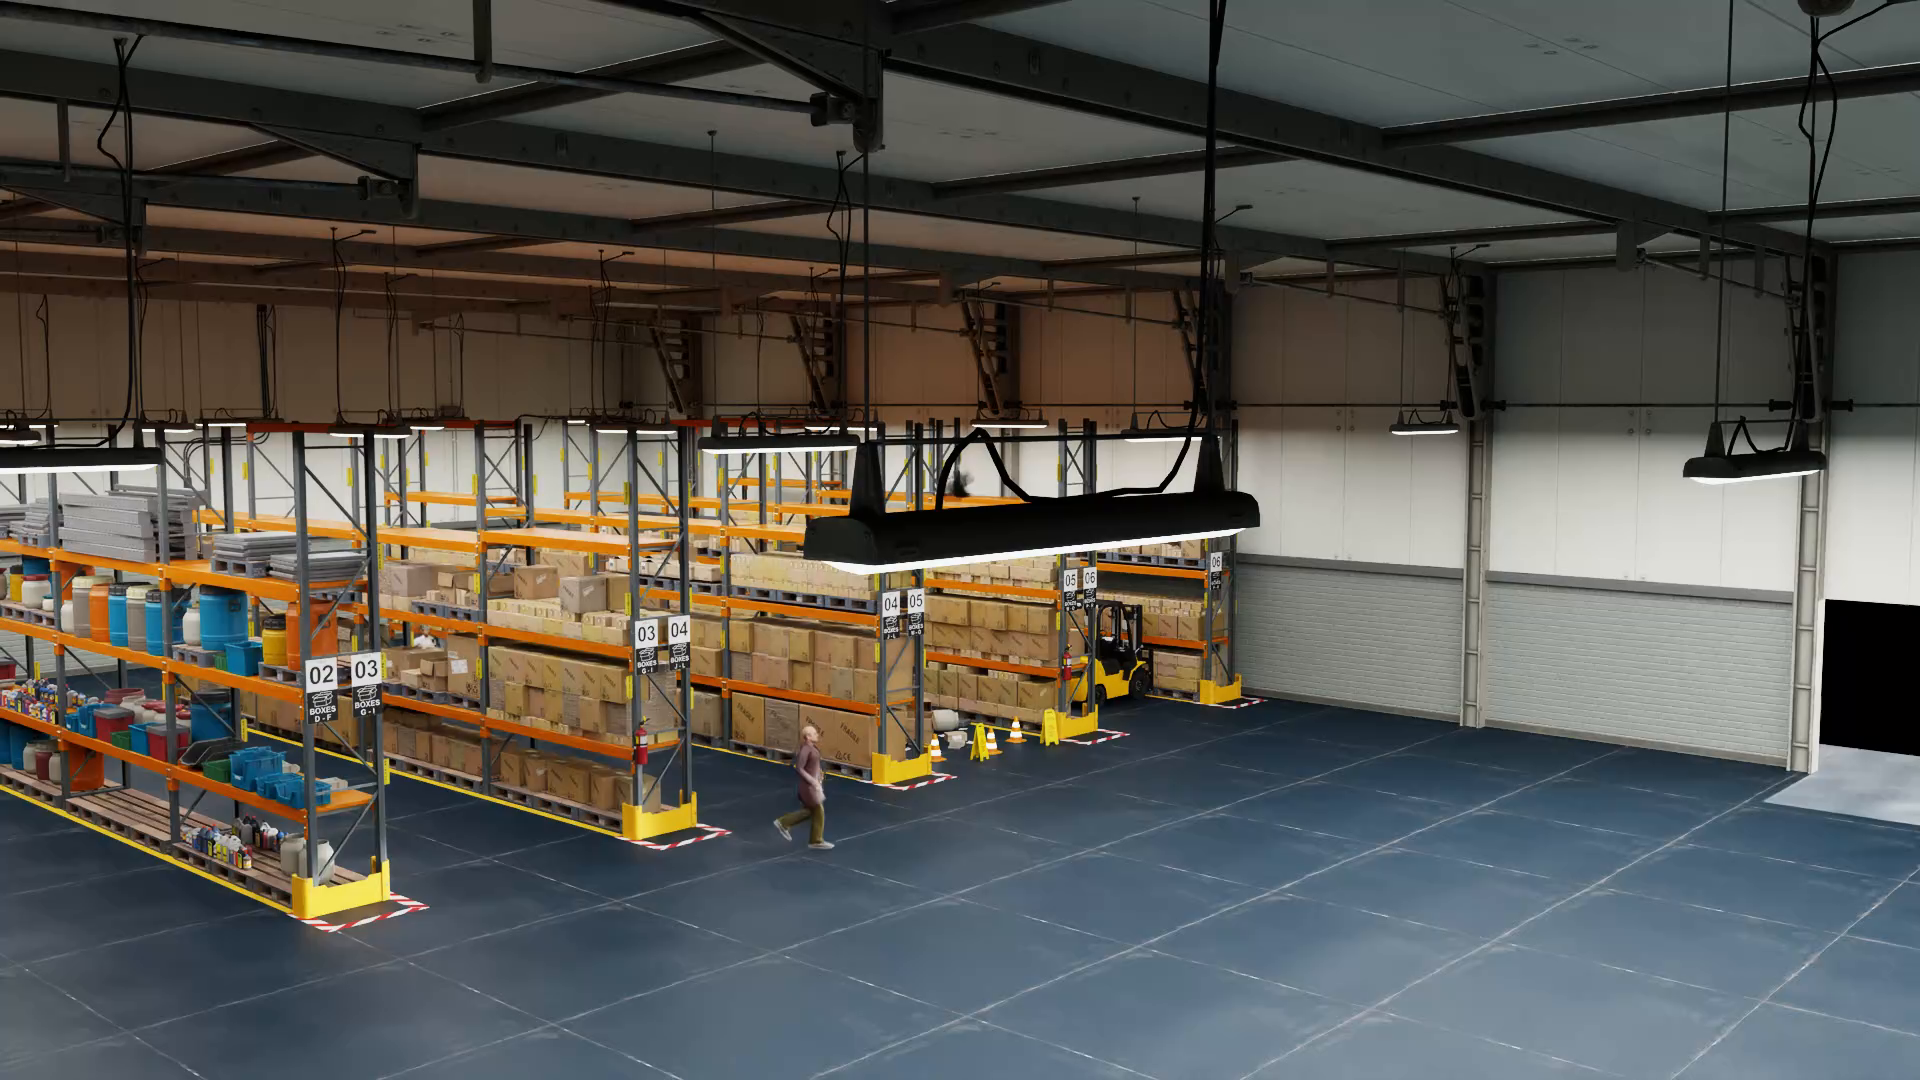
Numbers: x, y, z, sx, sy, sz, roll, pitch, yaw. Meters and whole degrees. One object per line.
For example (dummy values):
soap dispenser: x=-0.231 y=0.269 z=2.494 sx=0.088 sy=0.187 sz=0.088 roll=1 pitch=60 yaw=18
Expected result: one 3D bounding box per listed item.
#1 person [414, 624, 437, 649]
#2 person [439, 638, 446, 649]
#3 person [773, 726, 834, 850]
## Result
person: x=-11.302 y=2.611 z=35.231 sx=0.690 sy=1.712 sz=0.578 roll=3 pitch=5 yaw=32
person: x=-12.538 y=2.113 z=41.081 sx=0.661 sy=1.768 sz=1.092 roll=4 pitch=6 yaw=40
person: x=-2.228 y=3.516 z=23.621 sx=0.871 sy=1.773 sz=0.708 roll=0 pitch=5 yaw=-3
